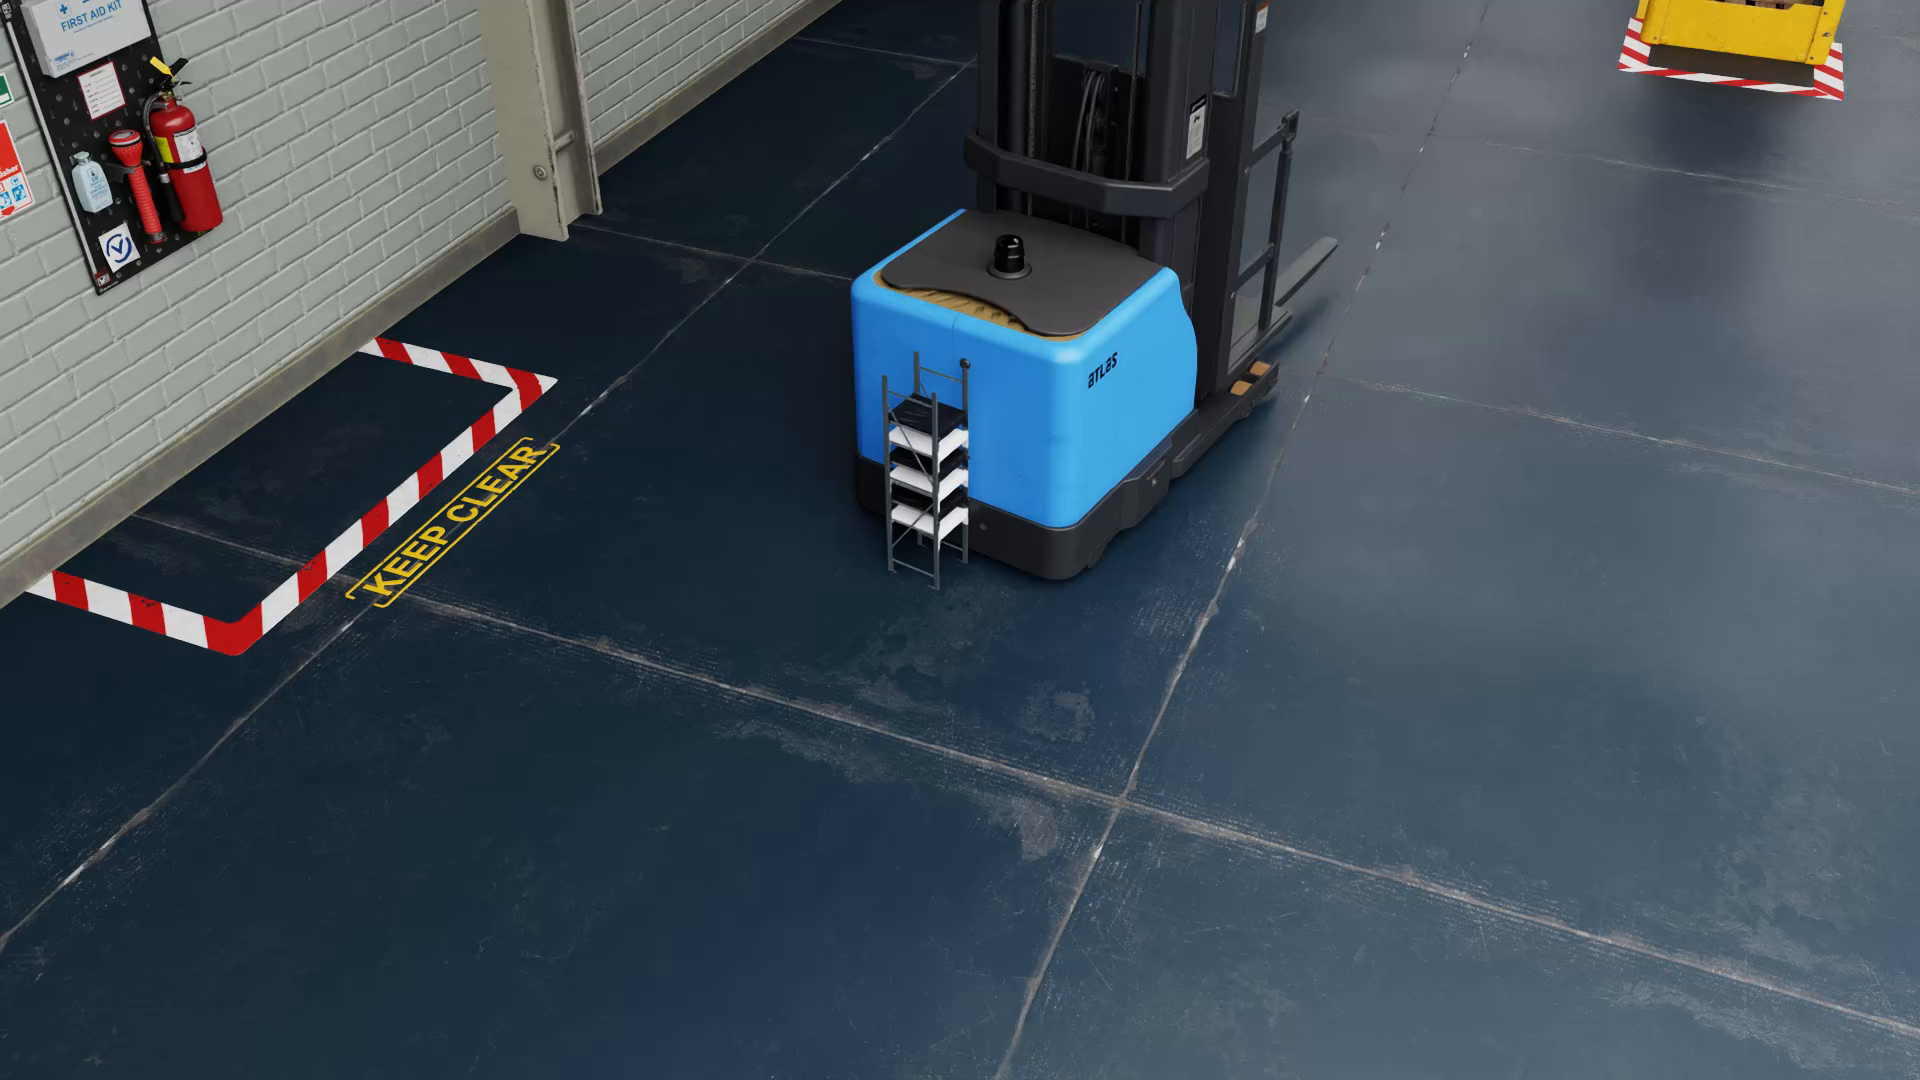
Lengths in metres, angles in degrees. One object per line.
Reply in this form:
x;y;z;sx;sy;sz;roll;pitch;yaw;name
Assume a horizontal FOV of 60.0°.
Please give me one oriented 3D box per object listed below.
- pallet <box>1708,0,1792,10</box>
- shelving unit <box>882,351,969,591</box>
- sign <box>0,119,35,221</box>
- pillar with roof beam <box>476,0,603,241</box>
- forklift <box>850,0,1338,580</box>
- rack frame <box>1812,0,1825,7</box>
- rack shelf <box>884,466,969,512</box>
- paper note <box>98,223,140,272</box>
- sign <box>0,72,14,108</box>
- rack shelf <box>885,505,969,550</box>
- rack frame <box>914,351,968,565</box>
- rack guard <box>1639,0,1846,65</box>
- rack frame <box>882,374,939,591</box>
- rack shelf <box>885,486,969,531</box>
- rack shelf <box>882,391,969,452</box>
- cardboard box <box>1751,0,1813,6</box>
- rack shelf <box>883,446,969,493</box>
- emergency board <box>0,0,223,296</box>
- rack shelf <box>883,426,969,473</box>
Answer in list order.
5.466;-3.868;11.749;1.003;0.211;1.213;14;39;18;pallet
-0.127;-0.253;6.336;0.258;0.900;0.210;22;42;26;shelving unit
-3.467;-1.313;5.972;0.001;0.329;0.234;14;39;18;sign
1.796;-4.364;5.072;9.100;9.000;0.400;14;39;18;pillar with roof beam
0.800;-1.866;6.798;1.130;2.935;3.031;22;42;26;forklift
5.214;-4.552;10.335;1.000;3.000;0.127;14;39;18;rack frame
-0.127;-0.226;6.356;0.258;0.077;0.200;22;42;26;rack shelf
-3.292;-1.147;6.514;0.016;0.148;0.142;14;39;18;paper note
-3.457;-1.526;5.814;0.001;0.109;0.331;14;39;18;sign
-0.127;-0.082;6.464;0.258;0.077;0.200;22;42;26;rack shelf
-0.071;-0.303;6.404;0.240;0.900;0.006;22;42;26;rack frame
5.205;-3.538;11.066;1.175;0.500;0.348;14;39;18;rack guard
-0.183;-0.202;6.268;0.240;0.900;0.006;22;42;26;rack frame
-0.127;-0.154;6.410;0.258;0.077;0.200;22;42;26;rack shelf
-0.127;-0.442;6.195;0.258;0.077;0.200;22;42;26;rack shelf
5.623;-3.865;11.362;0.500;0.250;0.500;14;39;18;cardboard box
-0.127;-0.298;6.302;0.258;0.077;0.200;22;42;26;rack shelf
-3.161;-1.582;6.361;0.194;1.169;0.643;14;39;18;emergency board
-0.127;-0.370;6.249;0.258;0.077;0.200;22;42;26;rack shelf
